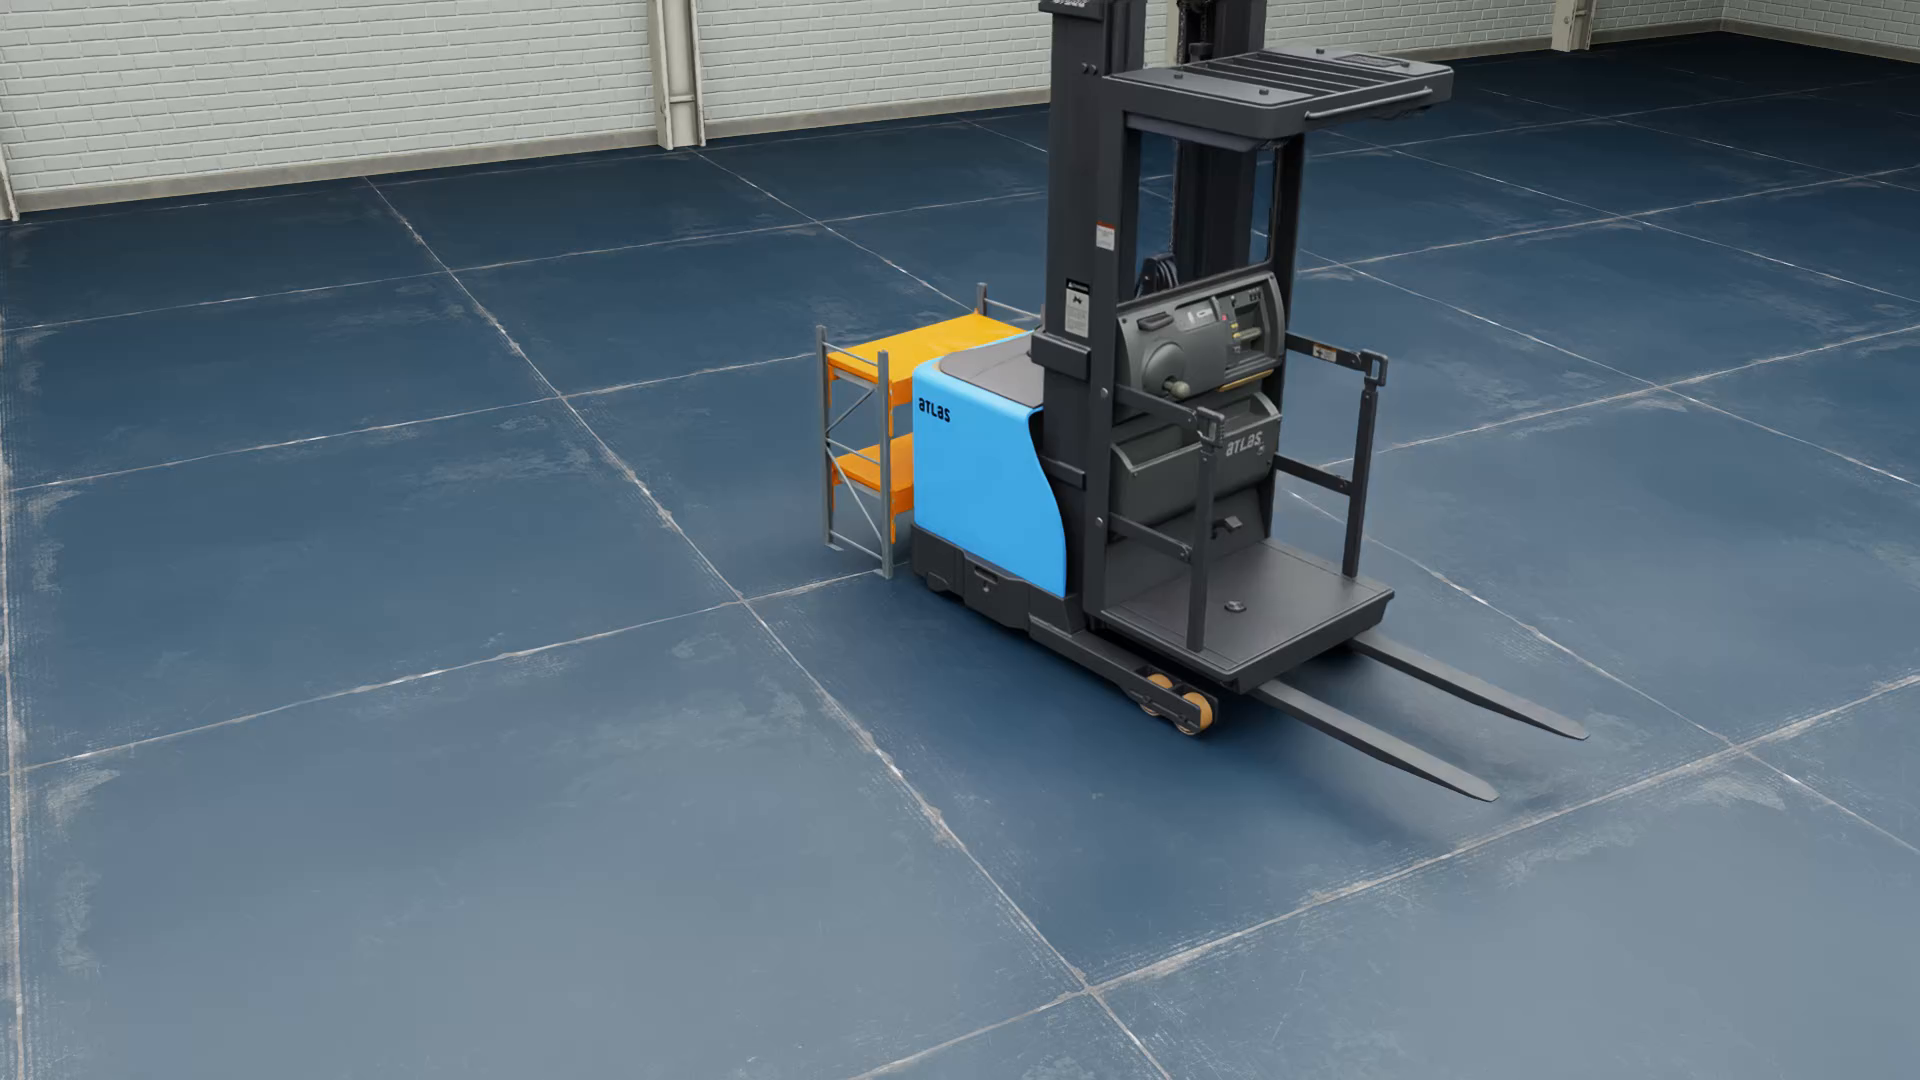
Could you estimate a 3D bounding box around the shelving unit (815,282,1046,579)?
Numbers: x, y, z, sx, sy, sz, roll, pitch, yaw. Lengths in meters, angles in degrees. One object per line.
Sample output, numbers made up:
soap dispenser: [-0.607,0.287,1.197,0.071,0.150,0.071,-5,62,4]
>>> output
shelving unit: [-0.115,-0.554,8.105,1.048,1.125,0.538,-21,33,-37]

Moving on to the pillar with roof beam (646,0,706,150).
pillar with roof beam: [-0.710,-6.300,10.974,0.400,9.000,9.100,-13,29,-25]

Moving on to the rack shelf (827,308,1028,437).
rack shelf: [-0.115,-0.818,7.978,1.000,0.278,0.538,-21,33,-37]

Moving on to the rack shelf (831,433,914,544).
rack shelf: [-0.115,-0.334,8.211,1.000,0.278,0.538,-21,33,-37]

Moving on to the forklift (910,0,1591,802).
forklift: [1.117,-0.792,6.514,1.130,2.935,3.031,-21,33,-36]

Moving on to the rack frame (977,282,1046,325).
rack frame: [0.264,-0.701,8.410,0.032,1.125,0.500,-21,33,-37]

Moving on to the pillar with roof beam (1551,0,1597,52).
pillar with roof beam: [9.879,-8.744,16.064,0.400,9.000,9.100,-13,29,-25]

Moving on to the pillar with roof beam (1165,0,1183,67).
pillar with roof beam: [4.584,-7.522,13.519,0.400,9.000,9.100,-13,29,-25]

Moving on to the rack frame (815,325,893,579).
rack frame: [-0.494,-0.408,7.800,0.032,1.125,0.500,-21,33,-37]

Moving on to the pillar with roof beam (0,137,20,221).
pillar with roof beam: [-6.004,-5.078,8.429,0.400,9.000,9.100,-13,29,-25]
